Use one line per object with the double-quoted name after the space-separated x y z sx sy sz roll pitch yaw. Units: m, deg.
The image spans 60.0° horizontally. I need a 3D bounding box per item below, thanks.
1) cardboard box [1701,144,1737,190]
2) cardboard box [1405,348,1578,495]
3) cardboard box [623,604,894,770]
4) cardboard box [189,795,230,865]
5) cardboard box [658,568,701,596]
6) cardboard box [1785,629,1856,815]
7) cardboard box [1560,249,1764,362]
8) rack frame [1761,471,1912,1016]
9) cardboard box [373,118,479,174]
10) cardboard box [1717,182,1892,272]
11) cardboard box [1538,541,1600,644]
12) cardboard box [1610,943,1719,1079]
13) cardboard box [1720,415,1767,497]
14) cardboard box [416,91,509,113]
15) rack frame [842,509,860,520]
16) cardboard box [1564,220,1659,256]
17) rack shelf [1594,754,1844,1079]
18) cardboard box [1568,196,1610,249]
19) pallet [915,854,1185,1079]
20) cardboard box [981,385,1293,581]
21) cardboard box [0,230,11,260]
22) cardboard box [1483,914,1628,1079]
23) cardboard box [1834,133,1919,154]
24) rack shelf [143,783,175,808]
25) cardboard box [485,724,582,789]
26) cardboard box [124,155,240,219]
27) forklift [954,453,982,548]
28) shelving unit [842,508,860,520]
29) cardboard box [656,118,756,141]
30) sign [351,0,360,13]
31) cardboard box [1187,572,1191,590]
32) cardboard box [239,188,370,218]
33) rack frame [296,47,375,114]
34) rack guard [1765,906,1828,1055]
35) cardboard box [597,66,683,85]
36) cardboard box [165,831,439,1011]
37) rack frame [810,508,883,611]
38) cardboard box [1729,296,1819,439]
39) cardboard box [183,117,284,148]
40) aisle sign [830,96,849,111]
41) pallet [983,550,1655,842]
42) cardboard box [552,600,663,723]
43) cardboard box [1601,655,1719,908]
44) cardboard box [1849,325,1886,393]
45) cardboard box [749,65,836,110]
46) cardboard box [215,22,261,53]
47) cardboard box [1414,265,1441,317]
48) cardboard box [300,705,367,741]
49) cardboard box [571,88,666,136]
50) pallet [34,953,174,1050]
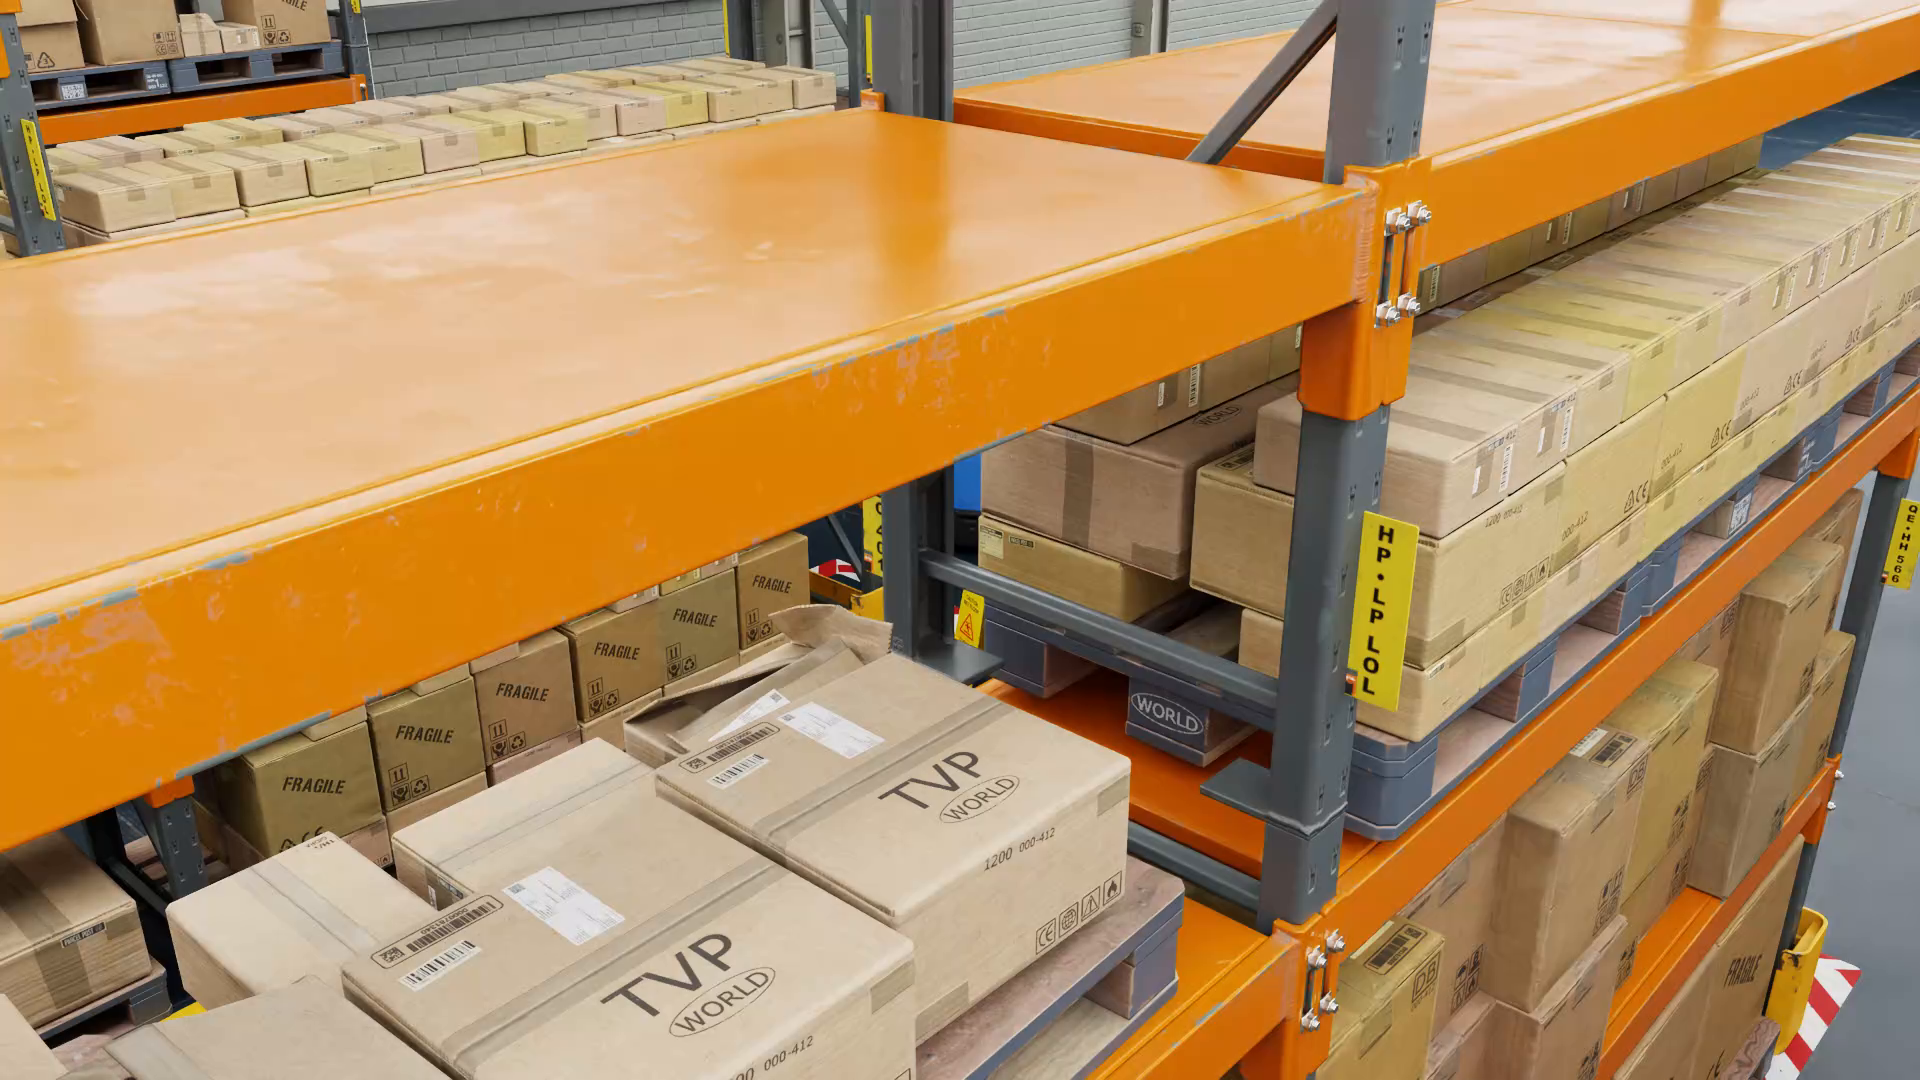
2.297 -1.265 5.435 0.380 0.149 0.250 20 31 38 "cardboard box"
0.921 -0.233 3.134 0.380 0.149 0.250 20 31 37 "cardboard box"
-0.334 0.289 2.801 0.258 0.266 0.396 20 31 37 "cardboard box"
-3.304 1.207 7.739 0.500 0.250 0.500 22 32 40 "cardboard box"
-1.534 0.125 8.443 0.380 0.149 0.250 21 31 38 "cardboard box"
2.711 0.557 6.159 0.875 0.550 0.550 20 31 38 "cardboard box"
1.600 -0.543 3.826 0.380 0.149 0.250 20 31 37 "cardboard box"
2.925 0.500 6.469 1.000 3.000 0.127 20 31 38 "rack frame"
-2.217 -1.639 6.905 0.380 0.149 0.250 20 31 37 "cardboard box"
2.275 -0.852 4.513 0.380 0.149 0.250 20 31 38 "cardboard box"
1.090 0.054 3.469 0.380 0.149 0.250 20 31 37 "cardboard box"
1.936 1.771 5.718 0.875 0.875 0.875 20 31 37 "cardboard box"
1.766 -0.255 4.157 0.380 0.149 0.250 21 31 38 "cardboard box"
-2.257 -1.932 7.558 0.380 0.149 0.250 21 32 39 "cardboard box"
-0.712 -0.534 11.340 0.240 0.900 0.006 14 28 28 "rack frame"
1.737 -0.788 4.859 0.500 0.250 0.500 20 31 37 "cardboard box"
1.590 1.437 5.258 1.077 0.370 4.000 20 31 38 "rack shelf"
1.616 -0.954 4.742 0.380 0.149 0.250 20 31 37 "cardboard box"
-0.320 0.730 2.524 0.805 0.209 1.217 19 30 36 "pallet"
0.393 -0.175 3.492 0.500 0.250 0.500 20 31 37 "cardboard box"
-5.963 -1.864 10.463 0.380 0.149 0.250 20 31 37 "cardboard box"
1.291 1.228 4.661 0.875 0.550 0.550 20 31 38 "cardboard box"
2.953 -1.160 5.202 0.380 0.149 0.250 21 31 38 "cardboard box"
-4.833 1.335 5.485 1.077 0.370 4.000 20 31 38 "rack shelf"
-2.204 1.026 8.142 0.500 0.250 0.500 20 31 37 "cardboard box"
-2.893 -1.315 6.181 0.380 0.149 0.250 21 32 39 "cardboard box"
1.067 -1.363 10.707 3.031 2.935 1.130 6 25 13 "forklift"
-0.660 -0.569 11.420 0.258 0.900 0.210 14 28 28 "shelving unit"
-1.316 -1.878 7.927 0.500 0.250 0.500 20 31 37 "cardboard box"
-4.133 -3.760 11.317 0.100 0.325 0.005 20 31 38 "sign"
0.428 -0.048 3.696 0.380 0.149 0.250 21 31 38 "cardboard box"
-2.664 -1.258 6.542 0.500 0.250 0.500 20 31 37 "cardboard box"
-4.528 -2.175 12.436 1.000 3.000 0.127 20 31 38 "rack frame"
2.941 1.633 6.997 1.175 0.500 0.348 20 31 38 "rack guard"
-1.587 -2.246 8.259 0.380 0.149 0.250 20 31 37 "cardboard box"
-0.874 0.583 2.289 0.380 0.149 0.250 20 31 38 "cardboard box"
-0.829 -0.821 9.415 1.000 3.000 0.127 20 31 38 "rack frame"
1.799 -0.490 4.194 0.500 0.250 0.500 20 31 38 "cardboard box"
-3.017 -1.647 6.922 0.380 0.149 0.250 21 32 39 "cardboard box"
-0.572 -1.947 8.749 0.394 0.787 0.004 20 31 38 "aisle sign"
0.809 0.144 3.705 1.003 0.211 1.213 20 31 38 "pallet"
-1.857 0.527 8.340 0.500 0.500 0.500 19 31 36 "cardboard box"
1.618 0.564 4.822 0.875 0.550 0.500 20 31 38 "cardboard box"
2.447 -0.566 4.851 0.380 0.149 0.250 21 31 38 "cardboard box"
-0.835 -2.256 8.280 0.380 0.149 0.250 21 31 38 "cardboard box"
-4.855 -3.331 11.019 0.380 0.149 0.250 19 30 36 "cardboard box"
0.937 -0.644 4.051 0.380 0.149 0.250 20 31 38 "cardboard box"
-2.776 0.695 7.173 0.380 0.149 0.250 21 31 38 "cardboard box"
-1.568 -1.969 7.641 0.380 0.149 0.250 20 31 38 "cardboard box"
-4.017 1.907 6.738 1.003 0.211 1.213 20 31 38 "pallet"
